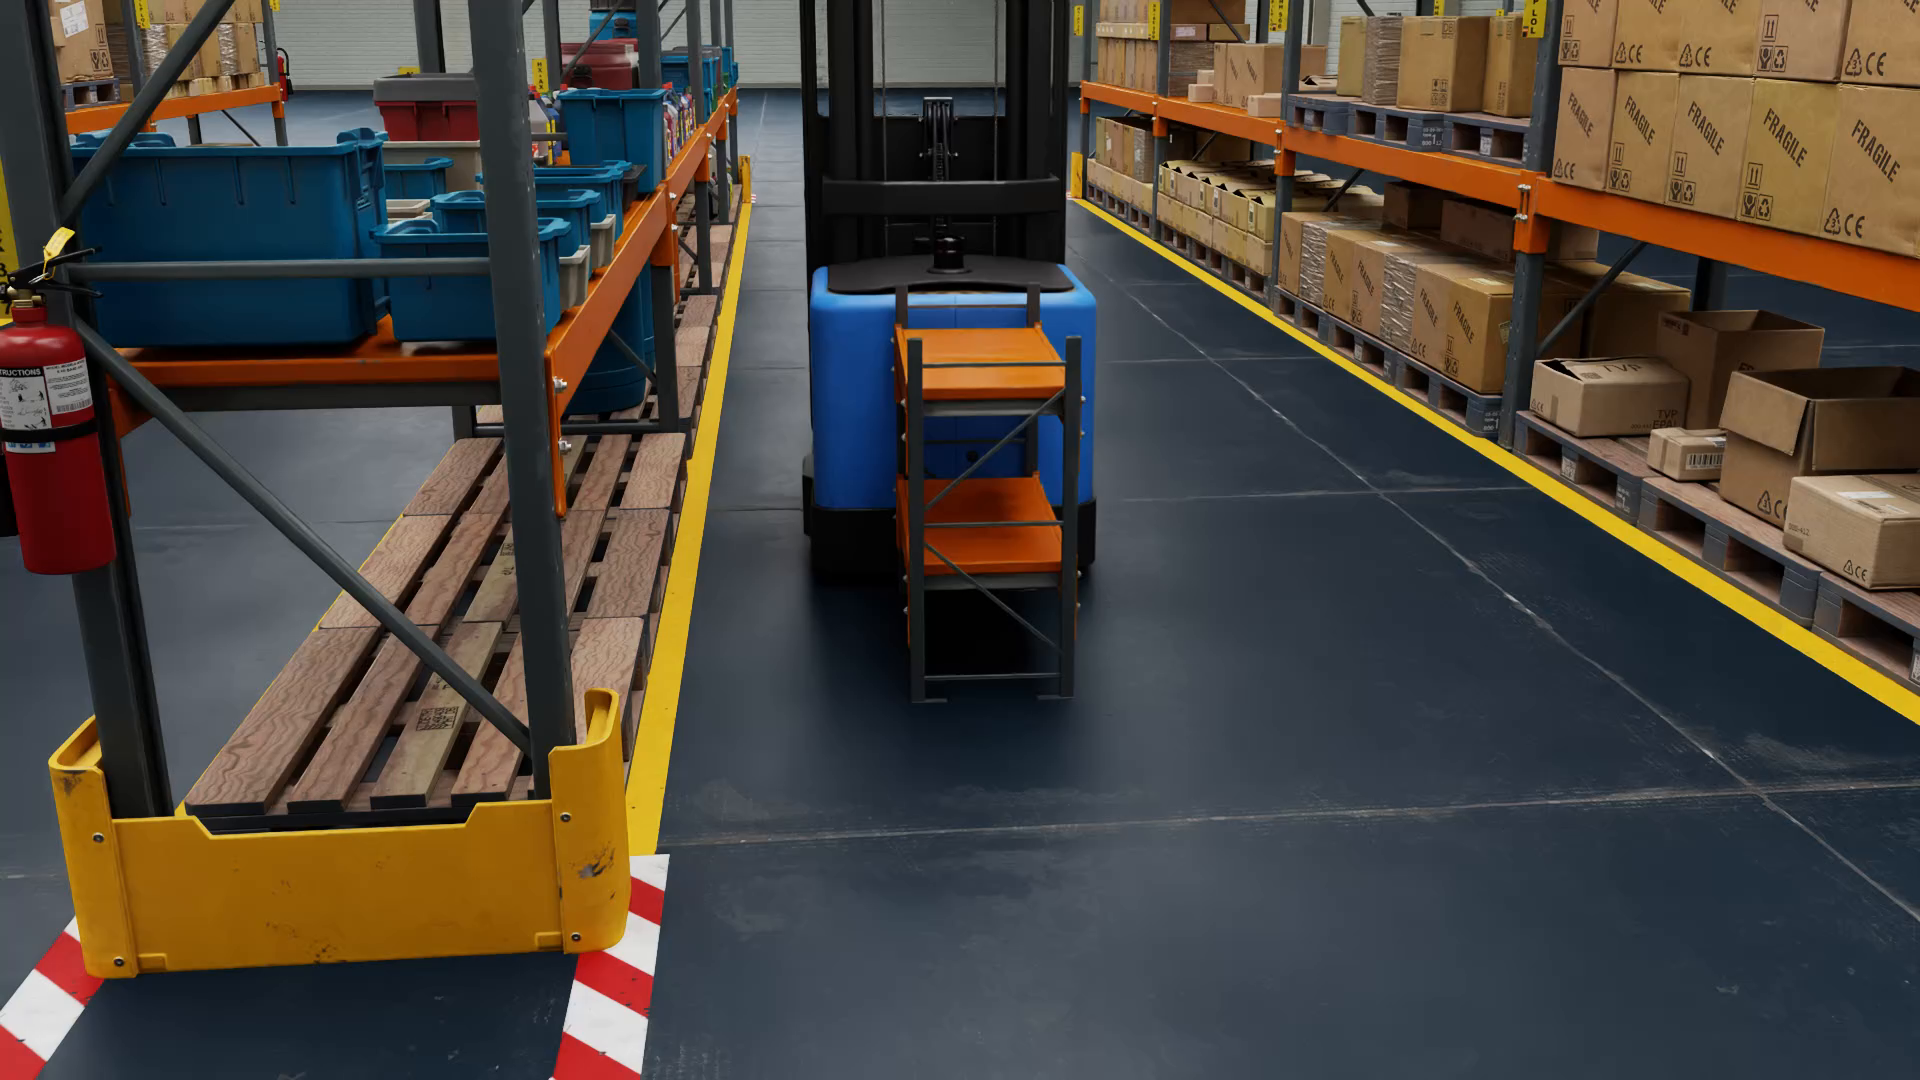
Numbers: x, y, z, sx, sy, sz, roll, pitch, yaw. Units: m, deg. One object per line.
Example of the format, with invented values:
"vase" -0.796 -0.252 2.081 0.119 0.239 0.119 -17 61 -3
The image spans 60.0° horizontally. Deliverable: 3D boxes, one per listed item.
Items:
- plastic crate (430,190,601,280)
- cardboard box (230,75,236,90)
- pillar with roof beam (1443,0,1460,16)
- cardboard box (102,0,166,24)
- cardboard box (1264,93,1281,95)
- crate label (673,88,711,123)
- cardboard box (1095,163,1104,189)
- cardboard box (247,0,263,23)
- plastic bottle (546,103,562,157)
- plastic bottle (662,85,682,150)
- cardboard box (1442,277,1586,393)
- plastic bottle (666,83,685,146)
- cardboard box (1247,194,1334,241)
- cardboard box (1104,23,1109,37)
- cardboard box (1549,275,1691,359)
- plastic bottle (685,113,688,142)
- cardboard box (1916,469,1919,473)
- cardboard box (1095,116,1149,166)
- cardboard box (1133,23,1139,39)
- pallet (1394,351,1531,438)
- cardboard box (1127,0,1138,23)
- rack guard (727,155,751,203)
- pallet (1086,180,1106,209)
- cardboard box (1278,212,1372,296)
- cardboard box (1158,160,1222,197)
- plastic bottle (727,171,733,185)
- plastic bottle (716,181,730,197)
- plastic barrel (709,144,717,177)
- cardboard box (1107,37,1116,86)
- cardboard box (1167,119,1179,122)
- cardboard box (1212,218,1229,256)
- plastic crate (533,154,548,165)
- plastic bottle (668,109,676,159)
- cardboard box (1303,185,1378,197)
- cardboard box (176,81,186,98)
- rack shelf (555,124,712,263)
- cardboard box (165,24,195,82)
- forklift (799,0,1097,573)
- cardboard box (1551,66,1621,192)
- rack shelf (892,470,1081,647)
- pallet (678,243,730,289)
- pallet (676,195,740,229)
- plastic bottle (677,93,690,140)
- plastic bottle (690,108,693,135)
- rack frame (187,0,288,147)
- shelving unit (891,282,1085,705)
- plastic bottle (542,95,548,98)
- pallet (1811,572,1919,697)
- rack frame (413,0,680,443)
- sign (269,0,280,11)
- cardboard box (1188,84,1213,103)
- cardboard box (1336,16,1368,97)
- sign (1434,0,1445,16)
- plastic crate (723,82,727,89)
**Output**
"plastic crate" -1.143 -0.777 4.322 0.416 0.233 0.300 -2 18 -6
"cardboard box" -7.622 -4.665 16.949 0.380 0.149 0.250 -2 18 -6
"pillar with roof beam" 2.858 -9.956 23.366 9.100 9.000 0.400 -2 18 -6
"cardboard box" -7.335 -4.779 14.558 0.500 0.500 0.500 -2 18 -6
"cardboard box" 2.537 -3.342 12.733 0.380 0.149 0.250 0 17 -2
"crate label" -1.873 -2.989 11.468 0.303 0.233 0.416 -2 18 -6
"cardboard box" 1.789 -4.040 18.426 0.500 0.250 0.500 -2 18 -6
"cardboard box" -7.652 -5.672 17.404 0.500 0.500 0.500 -2 18 -6
"plastic bottle" -2.157 -2.163 8.775 0.097 0.271 0.097 0 17 0
"plastic bottle" -1.611 -2.316 9.130 0.144 0.351 0.185 -2 18 -6
"cardboard box" 2.801 -1.047 8.443 0.500 0.500 0.500 -2 18 -6
"plastic bottle" -1.644 -2.411 9.432 0.144 0.351 0.185 -2 18 -6
"cardboard box" 2.426 -2.388 12.228 0.500 0.311 0.500 -1 17 -4
"cardboard box" 1.780 -5.547 18.090 0.380 0.149 0.250 -2 18 -5
"cardboard box" 3.330 -1.061 8.486 0.500 0.500 0.500 -3 18 -8
"plastic bottle" -1.659 -2.452 9.810 0.097 0.201 0.097 0 17 0
"cardboard box" 3.673 -0.067 5.737 0.500 0.250 0.500 -2 18 -6
"cardboard box" 1.787 -4.398 18.314 0.500 0.500 0.500 -2 18 -6
"cardboard box" 1.942 -5.085 16.616 0.380 0.149 0.250 -1 17 -4
"pallet" 3.016 -0.802 8.880 1.003 0.211 1.213 -2 18 -6
"cardboard box" 2.105 -5.522 16.926 0.700 0.500 0.500 -2 18 -6
"rack guard" -2.973 -4.101 18.905 1.175 0.500 0.348 -2 18 -6
"pallet" 2.020 -3.910 18.778 1.003 0.211 1.213 -2 18 -6
"cardboard box" 2.487 -1.956 11.339 0.500 0.500 0.500 -1 17 -3
"cardboard box" 2.107 -3.300 15.135 0.500 0.311 0.500 -2 18 -5
"plastic bottle" -2.372 -3.661 17.131 0.061 0.283 0.133 -1 17 -4
"plastic bottle" -2.305 -3.379 16.119 0.144 0.351 0.185 -3 18 -8
"plastic barrel" -2.884 -4.135 18.291 0.421 0.512 0.421 0 17 0
"cardboard box" 1.994 -5.219 18.125 0.700 0.500 0.500 -1 17 -4
"cardboard box" 2.369 -4.265 17.892 0.500 0.500 0.500 -2 18 -6
"cardboard box" 2.322 -2.424 13.281 0.500 0.250 0.500 -1 17 -4
"plastic crate" -1.884 -1.499 6.785 0.396 0.136 0.243 -2 18 -6
"plastic bottle" -1.554 -2.106 8.585 0.152 0.276 0.135 -2 18 -6
"cardboard box" 2.900 -2.561 12.779 0.500 0.311 0.500 -2 18 -7
"cardboard box" -7.366 -4.146 15.296 0.380 0.149 0.250 -2 18 -6
"rack shelf" -1.996 -1.992 9.216 1.077 0.370 4.000 -2 18 -6
"cardboard box" -7.543 -4.446 15.167 0.875 0.500 0.500 -2 18 -6
"forklift" -0.121 -1.670 7.103 1.130 2.935 3.031 -1 17 -4
"cardboard box" 2.919 -1.779 7.169 0.500 0.500 0.500 -1 17 -4
"rack shelf" 0.063 0.038 5.495 0.538 0.278 1.000 -1 17 -4
"pallet" -2.366 -2.196 13.318 1.003 0.211 1.213 -2 18 -6
"pallet" -2.772 -3.358 17.022 1.003 0.211 1.213 -2 18 -6
"plastic bottle" -1.679 -2.543 9.984 0.097 0.271 0.097 0 17 0
"plastic bottle" -1.719 -2.626 10.364 0.097 0.201 0.097 0 17 0
"rack frame" -7.954 -5.162 18.111 1.000 3.000 0.127 -2 18 -6
"shelving unit" 0.063 -0.196 5.422 0.538 1.125 1.048 -1 17 -4
"plastic bottle" -2.409 -2.449 9.686 0.097 0.271 0.097 0 17 0
"pallet" 3.459 0.371 5.145 1.003 0.211 1.213 -2 18 -6
"rack frame" -1.790 -1.740 7.211 1.000 3.000 0.127 -2 18 -6
"sign" -7.400 -5.876 17.926 0.100 0.325 0.005 -2 18 -6
"cardboard box" 2.200 -3.885 14.463 0.380 0.149 0.250 -2 18 -6
"cardboard box" 2.902 -3.147 10.826 0.700 0.500 0.500 -8 19 -24
"sign" 3.264 -3.618 11.391 0.100 0.325 0.005 -2 18 -6
"plastic crate" -2.543 -4.253 15.321 0.767 0.338 0.504 -2 18 -6
